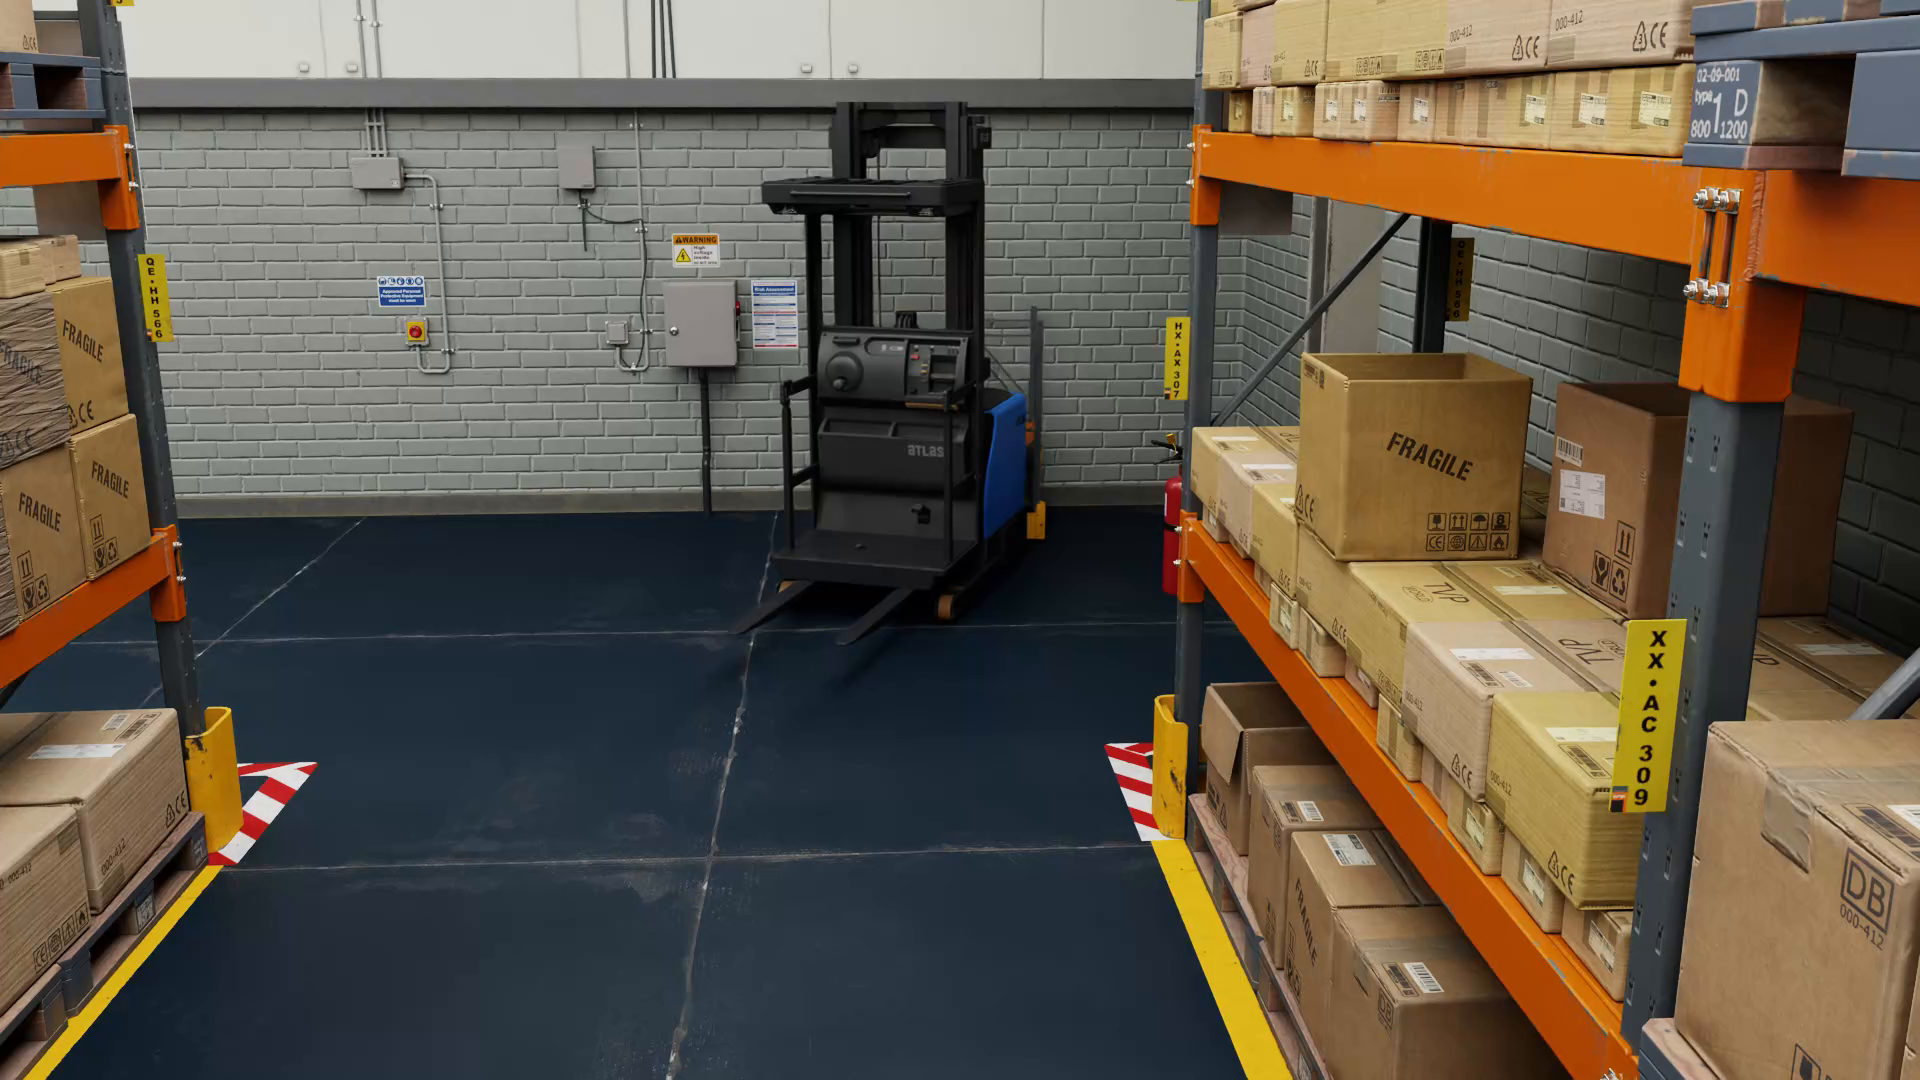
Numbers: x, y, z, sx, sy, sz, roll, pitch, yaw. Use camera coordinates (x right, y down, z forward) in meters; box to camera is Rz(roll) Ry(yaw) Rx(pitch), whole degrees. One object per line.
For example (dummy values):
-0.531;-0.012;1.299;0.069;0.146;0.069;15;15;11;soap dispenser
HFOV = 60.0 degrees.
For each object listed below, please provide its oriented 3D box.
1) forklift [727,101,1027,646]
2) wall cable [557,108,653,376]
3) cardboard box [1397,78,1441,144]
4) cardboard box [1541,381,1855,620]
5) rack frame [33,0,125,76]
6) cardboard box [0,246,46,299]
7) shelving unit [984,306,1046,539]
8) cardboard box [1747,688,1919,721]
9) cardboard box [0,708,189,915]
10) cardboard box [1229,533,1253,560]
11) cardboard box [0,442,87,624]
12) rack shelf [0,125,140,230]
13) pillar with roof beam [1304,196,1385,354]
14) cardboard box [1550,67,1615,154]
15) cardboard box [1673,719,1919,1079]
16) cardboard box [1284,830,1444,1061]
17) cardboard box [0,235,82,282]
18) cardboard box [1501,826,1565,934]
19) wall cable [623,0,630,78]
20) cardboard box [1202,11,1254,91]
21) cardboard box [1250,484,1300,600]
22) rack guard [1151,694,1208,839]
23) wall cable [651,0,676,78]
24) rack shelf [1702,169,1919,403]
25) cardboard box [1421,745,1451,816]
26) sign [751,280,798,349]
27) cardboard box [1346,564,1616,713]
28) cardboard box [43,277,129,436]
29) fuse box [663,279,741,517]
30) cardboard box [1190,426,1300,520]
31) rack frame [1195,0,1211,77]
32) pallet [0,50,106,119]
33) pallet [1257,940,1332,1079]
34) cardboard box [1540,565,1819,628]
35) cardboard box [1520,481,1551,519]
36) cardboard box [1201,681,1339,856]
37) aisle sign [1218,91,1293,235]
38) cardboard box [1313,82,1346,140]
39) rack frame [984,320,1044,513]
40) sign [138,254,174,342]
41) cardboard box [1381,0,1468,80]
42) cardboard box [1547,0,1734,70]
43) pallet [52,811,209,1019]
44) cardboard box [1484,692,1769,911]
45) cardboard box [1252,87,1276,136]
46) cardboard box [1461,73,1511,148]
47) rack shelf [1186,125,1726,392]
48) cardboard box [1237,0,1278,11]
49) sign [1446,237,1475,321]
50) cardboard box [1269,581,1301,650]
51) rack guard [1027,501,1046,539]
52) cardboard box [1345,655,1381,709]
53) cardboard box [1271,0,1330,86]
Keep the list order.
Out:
-0.463;-1.051;9.730;1.130;2.935;3.031;4;15;16;forklift
-2.514;-2.143;11.797;0.588;1.984;0.122;-1;14;-3;wall cable
1.289;-1.041;4.039;0.380;0.149;0.250;-1;14;-3;cardboard box
1.819;-0.116;4.157;0.500;0.500;0.500;-1;14;-5;cardboard box
-3.556;-3.130;5.631;1.000;3.000;0.127;-1;14;-3;rack frame
-3.194;-0.859;5.337;0.380;0.149;0.250;-1;14;-4;cardboard box
0.301;-0.861;11.798;0.587;1.500;1.083;1;13;0;shelving unit
1.885;0.494;3.290;0.500;0.250;0.500;-1;14;-4;cardboard box
-3.415;0.976;6.013;0.875;0.438;0.875;-1;14;-5;cardboard box
1.207;-0.032;6.134;0.380;0.149;0.250;-1;14;-2;cardboard box
-3.246;-0.032;5.429;0.500;0.500;0.500;-1;14;-5;cardboard box
-3.432;-0.831;4.161;1.077;0.370;4.000;-1;14;-3;rack shelf
-2.166;-3.825;8.334;9.100;9.000;0.400;-1;14;-3;pillar with roof beam
1.317;-0.784;3.038;0.380;0.149;0.250;-1;14;-4;cardboard box
1.453;0.565;2.268;0.700;0.500;0.500;-1;14;-2;cardboard box
1.289;1.205;4.996;0.500;0.500;0.500;-1;14;-2;cardboard box
-3.334;-0.985;5.826;0.380;0.149;0.250;-1;14;-3;cardboard box
1.336;0.675;3.388;0.380;0.149;0.250;0;14;-2;cardboard box
-3.438;-4.551;11.155;2.355;3.000;0.029;-1;14;-3;wall cable
1.153;-1.711;5.842;0.500;0.250;0.500;-1;14;-4;cardboard box
1.224;-0.005;5.230;0.500;0.250;0.500;-1;14;-4;cardboard box
1.403;0.928;6.918;1.175;0.500;0.348;-1;14;-3;rack guard
-0.656;-4.603;11.281;2.988;3.039;0.133;-1;14;-3;wall cable
1.770;0.086;0.596;1.077;0.370;4.000;-1;14;-3;rack shelf
1.307;0.545;3.893;0.380;0.149;0.250;-1;14;-2;cardboard box
-1.343;-1.636;12.054;0.329;0.494;0.001;-1;14;-3;sign
1.308;0.250;4.239;0.500;0.250;0.500;-1;14;-4;cardboard box
-3.288;-0.641;5.790;0.500;0.500;0.500;0;14;-2;cardboard box
-1.823;-0.998;11.973;0.539;1.711;0.414;-1;14;-3;fuse box
1.157;-0.256;6.207;0.500;0.250;0.500;-1;14;-3;cardboard box
1.398;-3.207;5.932;1.000;3.000;0.127;-1;14;-3;rack frame
-3.499;-1.450;5.299;1.003;0.211;1.213;-1;14;-3;pallet
1.526;1.569;5.007;1.003;0.211;1.213;-1;14;-3;pallet
1.817;0.241;4.273;0.500;0.250;0.500;-1;14;-2;cardboard box
1.748;-0.011;5.255;0.500;0.250;0.500;0;14;-2;cardboard box
1.342;0.857;6.342;0.797;0.503;0.637;-1;15;-6;cardboard box
1.101;-1.573;6.404;0.394;0.787;0.004;-1;14;-3;aisle sign
1.184;-1.167;4.528;0.380;0.149;0.250;-1;14;-3;cardboard box
0.300;-0.743;11.295;0.500;1.500;0.032;1;13;0;rack frame
-3.013;-0.905;6.224;0.100;0.325;0.005;-1;14;-3;sign
1.303;-1.204;3.870;0.500;0.250;0.500;-1;14;-2;cardboard box
1.366;-0.947;2.873;0.500;0.250;0.500;-1;14;-3;cardboard box
-3.428;1.324;5.958;1.003;0.211;1.213;-1;14;-3;pallet
1.371;0.499;3.273;0.500;0.250;0.500;-1;14;-2;cardboard box
1.140;-1.358;5.267;0.380;0.149;0.250;-1;14;-2;cardboard box
1.298;-0.912;3.535;0.380;0.149;0.250;-1;14;-4;cardboard box
1.522;-0.909;4.462;1.077;0.370;4.000;-1;14;-3;rack shelf
1.188;-1.827;5.289;0.500;0.250;0.500;-1;14;-4;cardboard box
1.953;-1.019;6.510;0.100;0.325;0.005;-1;14;-3;sign
1.175;0.227;5.129;0.380;0.149;0.250;-1;14;-5;cardboard box
0.293;-0.139;11.456;0.587;0.250;0.087;1;13;0;rack guard
1.296;0.355;4.630;0.380;0.149;0.250;-1;14;-4;cardboard box
1.224;-1.458;4.857;0.500;0.250;0.500;-1;14;-5;cardboard box
